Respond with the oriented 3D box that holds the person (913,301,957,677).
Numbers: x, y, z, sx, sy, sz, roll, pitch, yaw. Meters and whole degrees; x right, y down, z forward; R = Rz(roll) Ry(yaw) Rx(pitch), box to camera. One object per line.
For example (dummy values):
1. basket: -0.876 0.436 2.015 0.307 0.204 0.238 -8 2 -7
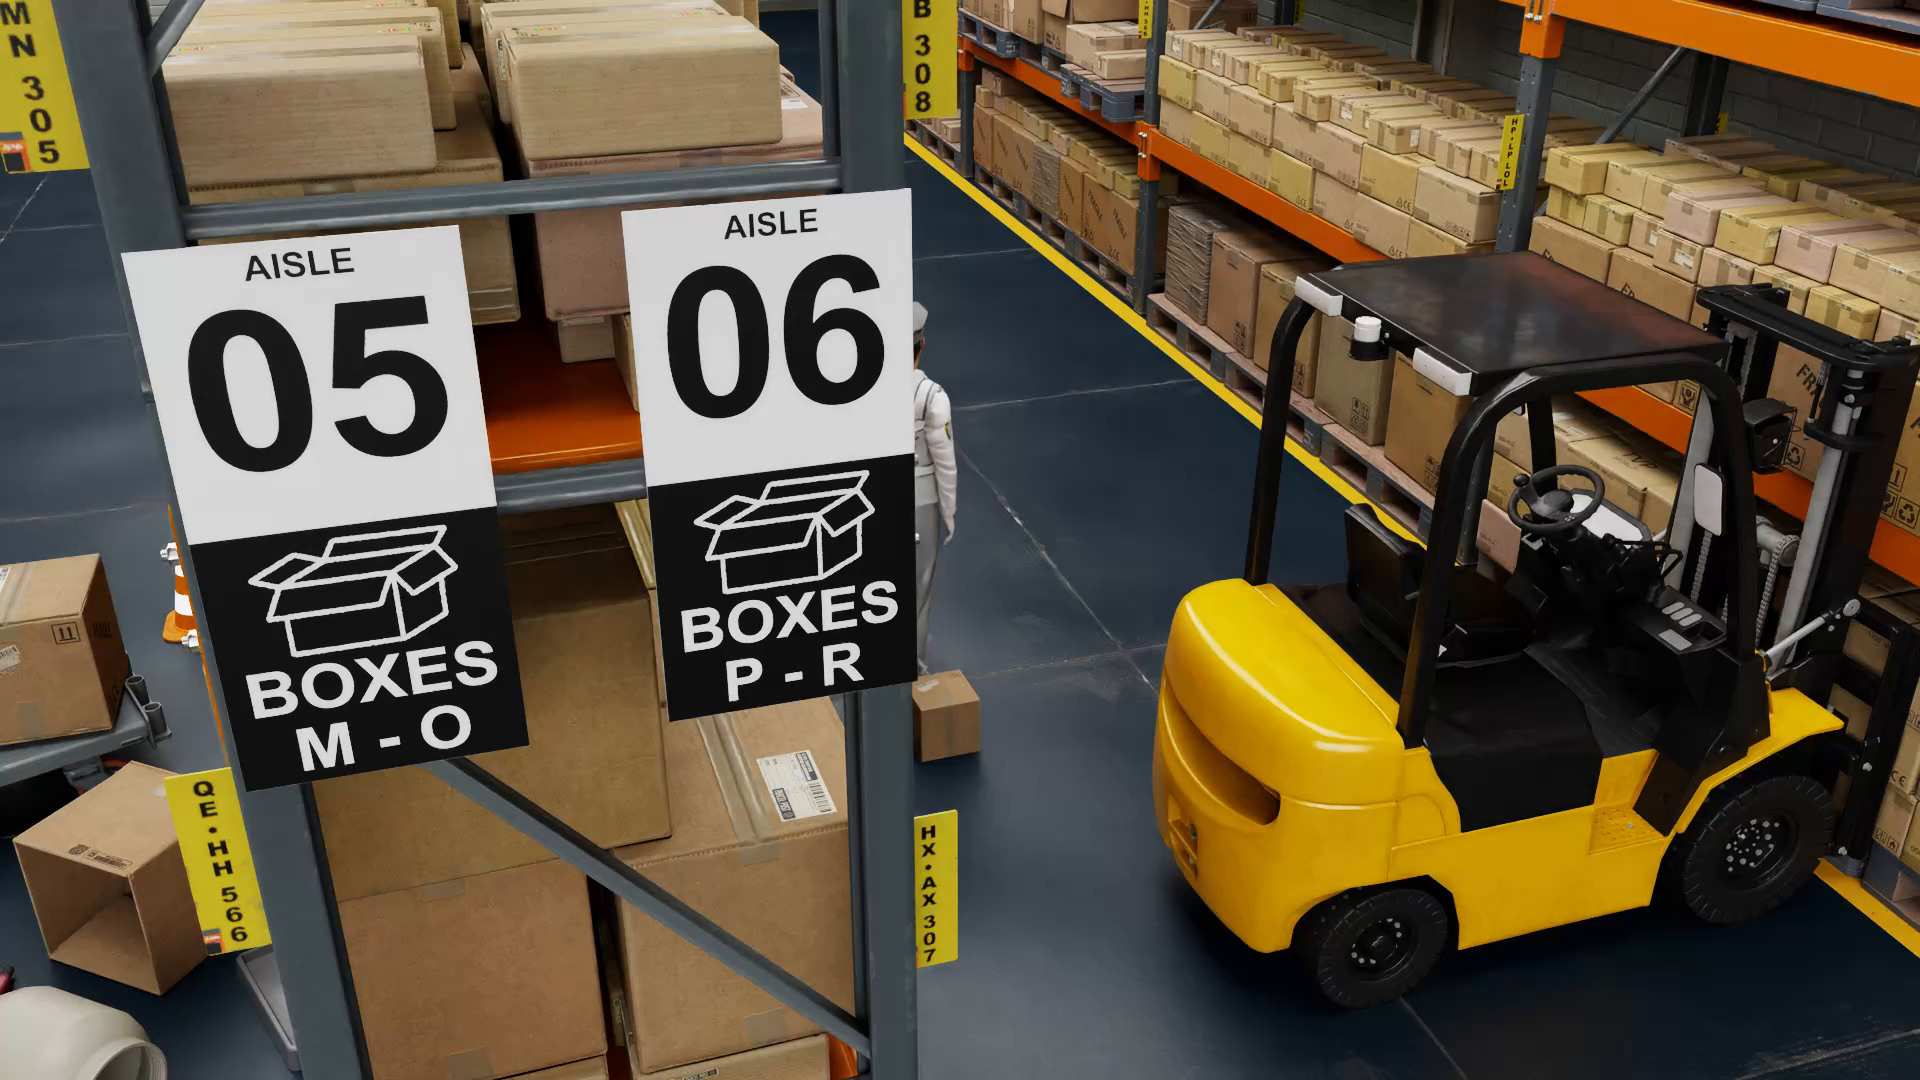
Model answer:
1. person: -0.235 -0.157 6.859 0.528 1.679 0.405 15 30 28
